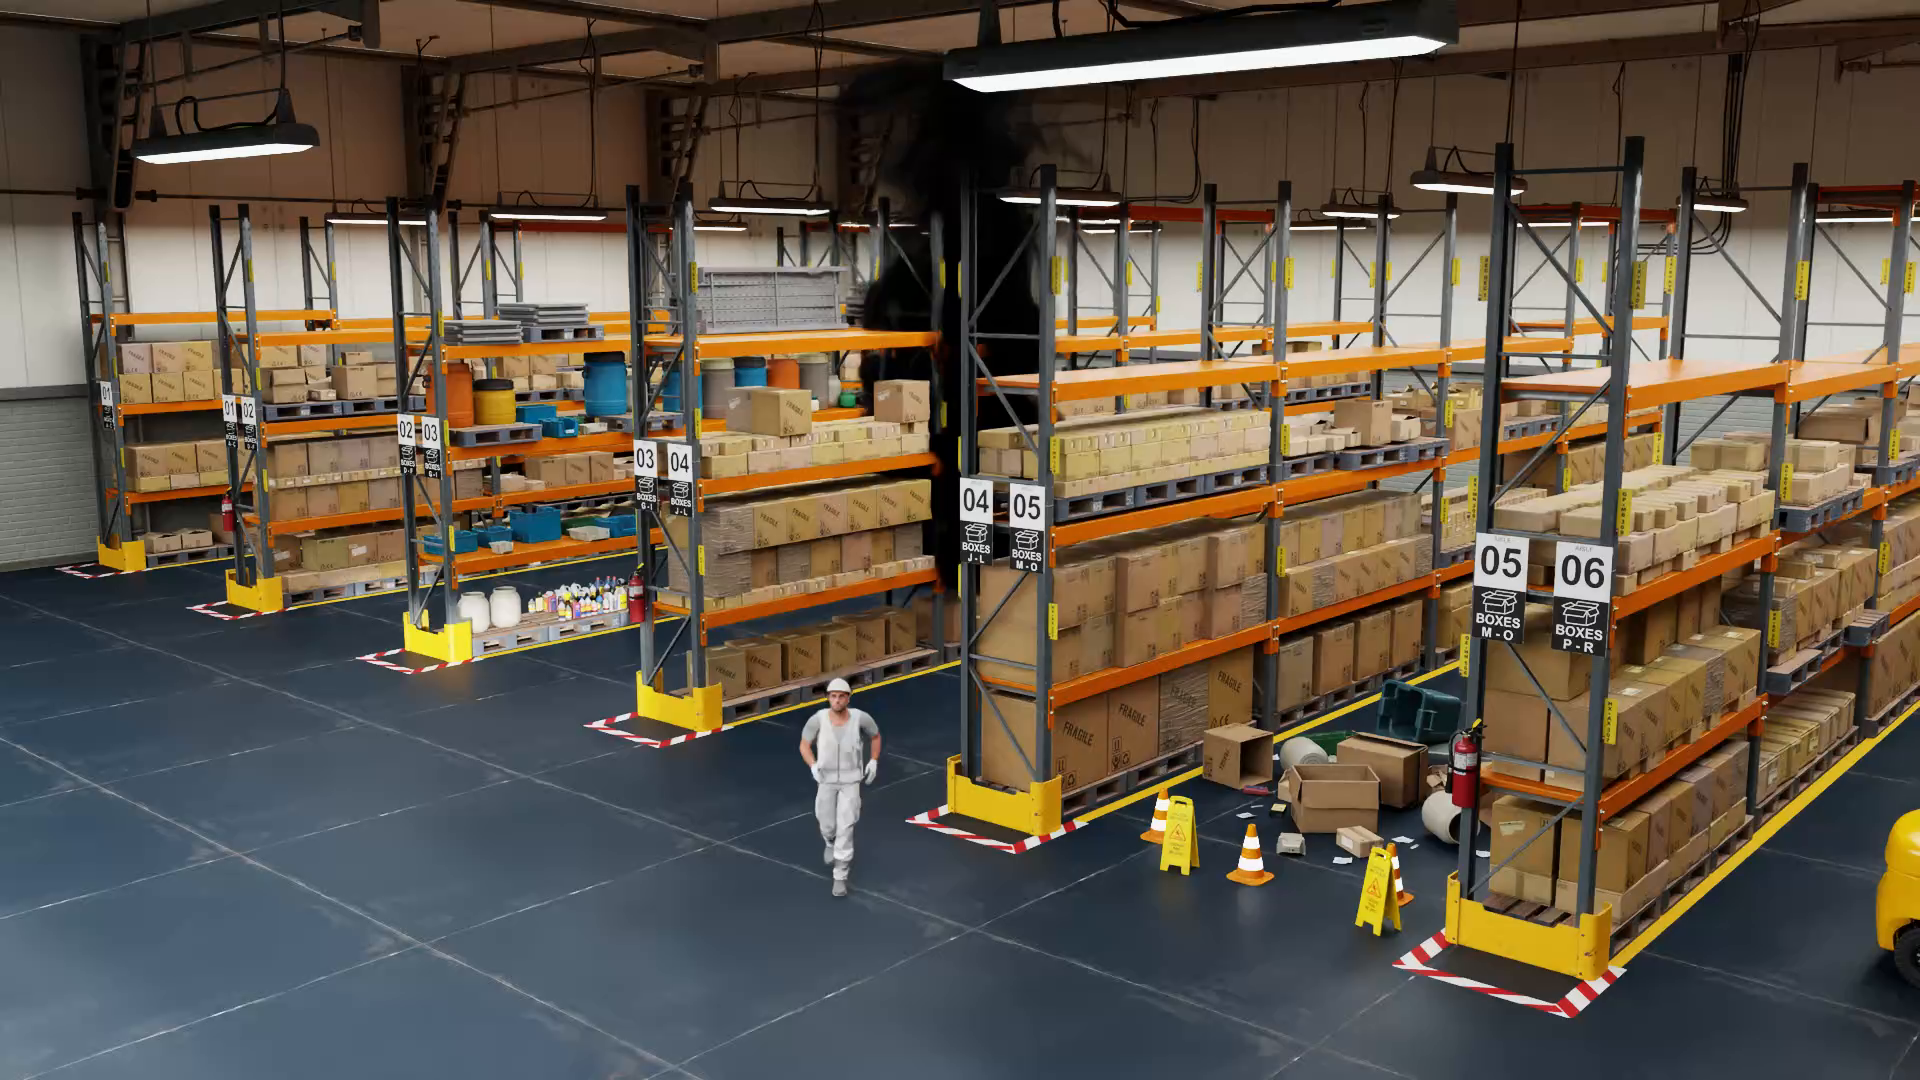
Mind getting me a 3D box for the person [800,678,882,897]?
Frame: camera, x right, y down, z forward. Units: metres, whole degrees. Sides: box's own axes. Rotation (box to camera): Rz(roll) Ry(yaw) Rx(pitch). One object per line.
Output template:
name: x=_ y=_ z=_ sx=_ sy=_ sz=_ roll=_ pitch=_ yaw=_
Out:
person: x=-0.995 y=2.010 z=13.907 sx=0.684 sy=1.779 sz=0.782 roll=0 pitch=9 yaw=-1
